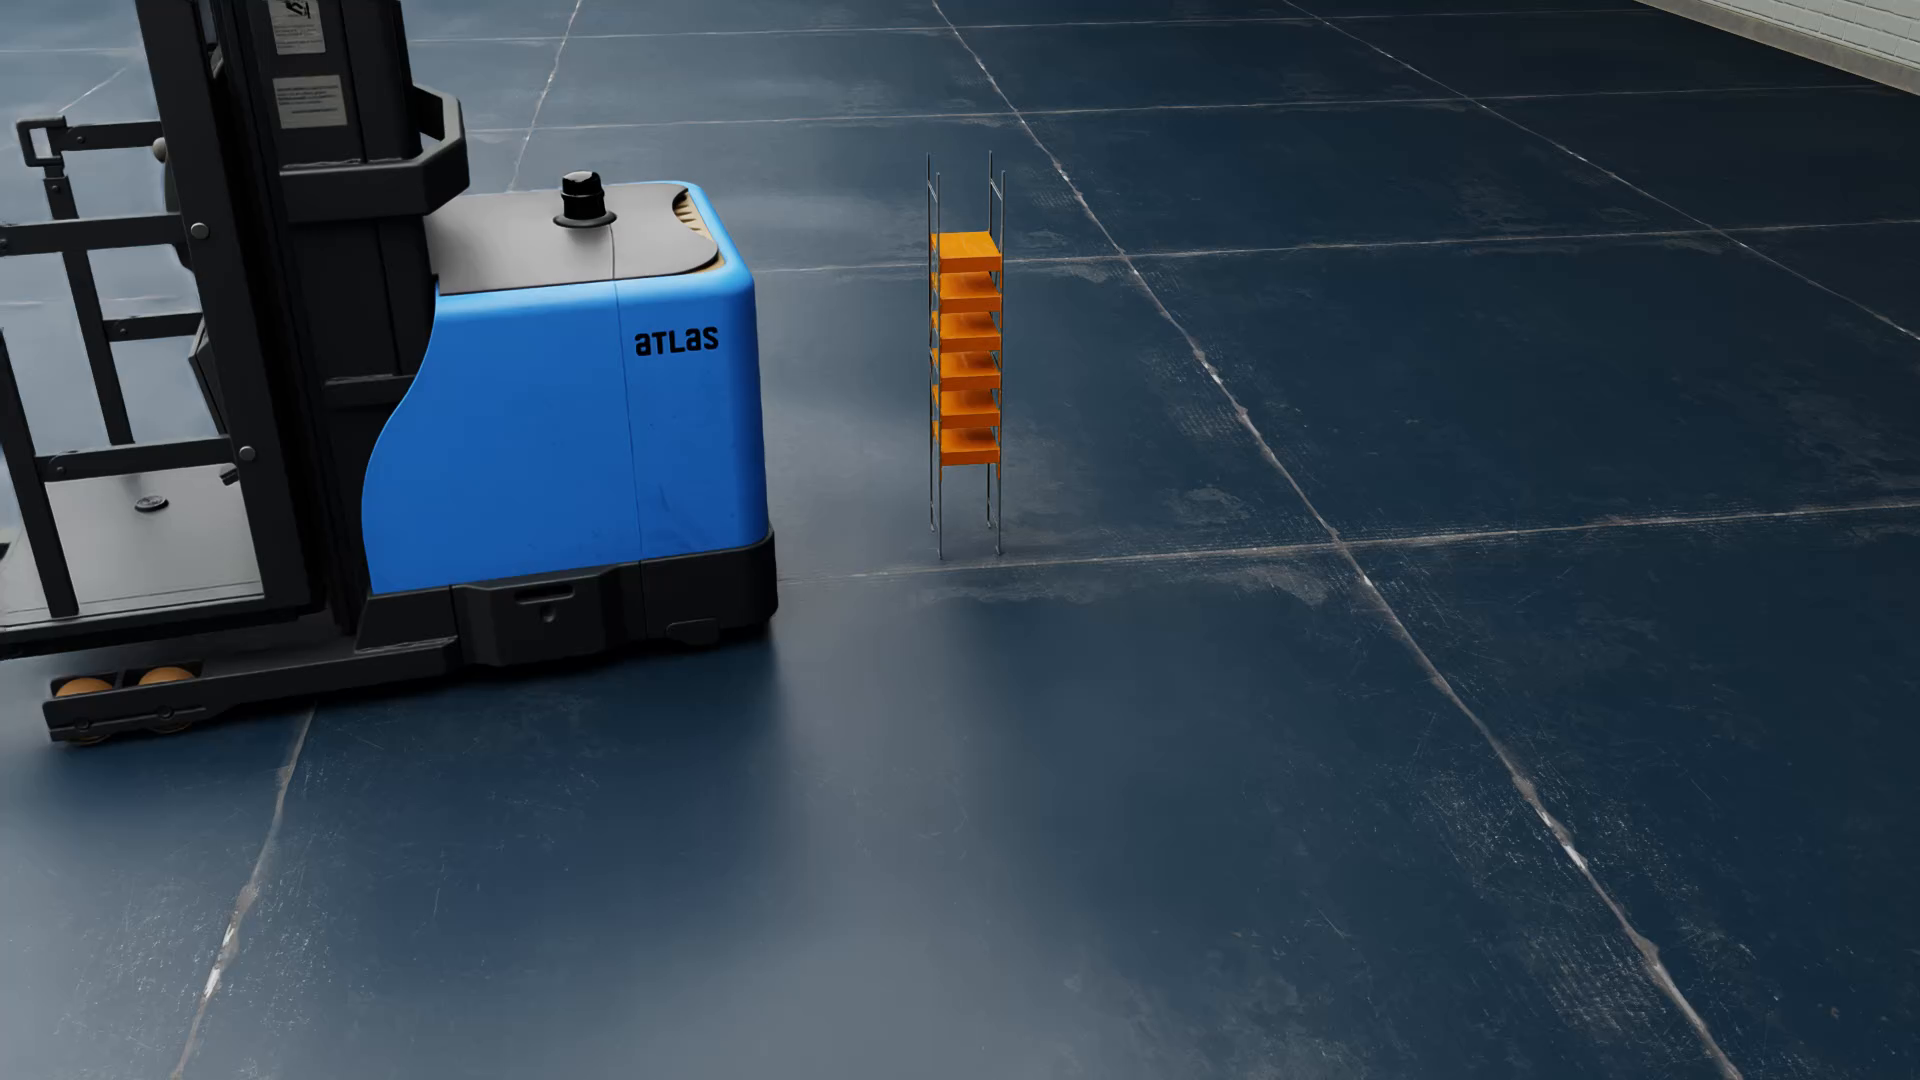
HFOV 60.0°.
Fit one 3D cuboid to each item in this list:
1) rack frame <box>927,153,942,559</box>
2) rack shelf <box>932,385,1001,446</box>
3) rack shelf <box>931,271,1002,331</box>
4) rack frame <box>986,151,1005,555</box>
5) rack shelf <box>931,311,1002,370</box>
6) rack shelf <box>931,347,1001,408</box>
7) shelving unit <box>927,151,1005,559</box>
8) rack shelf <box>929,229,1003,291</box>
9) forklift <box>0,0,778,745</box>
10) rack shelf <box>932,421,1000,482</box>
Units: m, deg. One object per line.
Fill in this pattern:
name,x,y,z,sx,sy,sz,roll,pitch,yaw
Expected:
rack frame,-0.076,-0.529,4.967,0.006,1.200,0.240,-4,27,-7
rack shelf,0.014,-0.388,5.053,0.180,0.103,0.258,-4,27,-7
rack shelf,0.014,-0.709,4.889,0.180,0.103,0.258,-4,27,-7
rack frame,0.105,-0.541,4.989,0.006,1.200,0.240,-4,27,-7
rack shelf,0.014,-0.602,4.943,0.180,0.103,0.258,-4,27,-7
rack shelf,0.014,-0.495,4.998,0.180,0.103,0.258,-4,27,-7
shelving unit,0.014,-0.535,4.978,0.189,1.200,0.258,-4,27,-7
rack shelf,0.014,-0.816,4.834,0.180,0.103,0.258,-4,27,-7
forklift,-2.092,-1.052,4.089,3.031,2.935,1.130,-8,28,-14
rack shelf,0.014,-0.282,5.108,0.180,0.103,0.258,-4,27,-7
